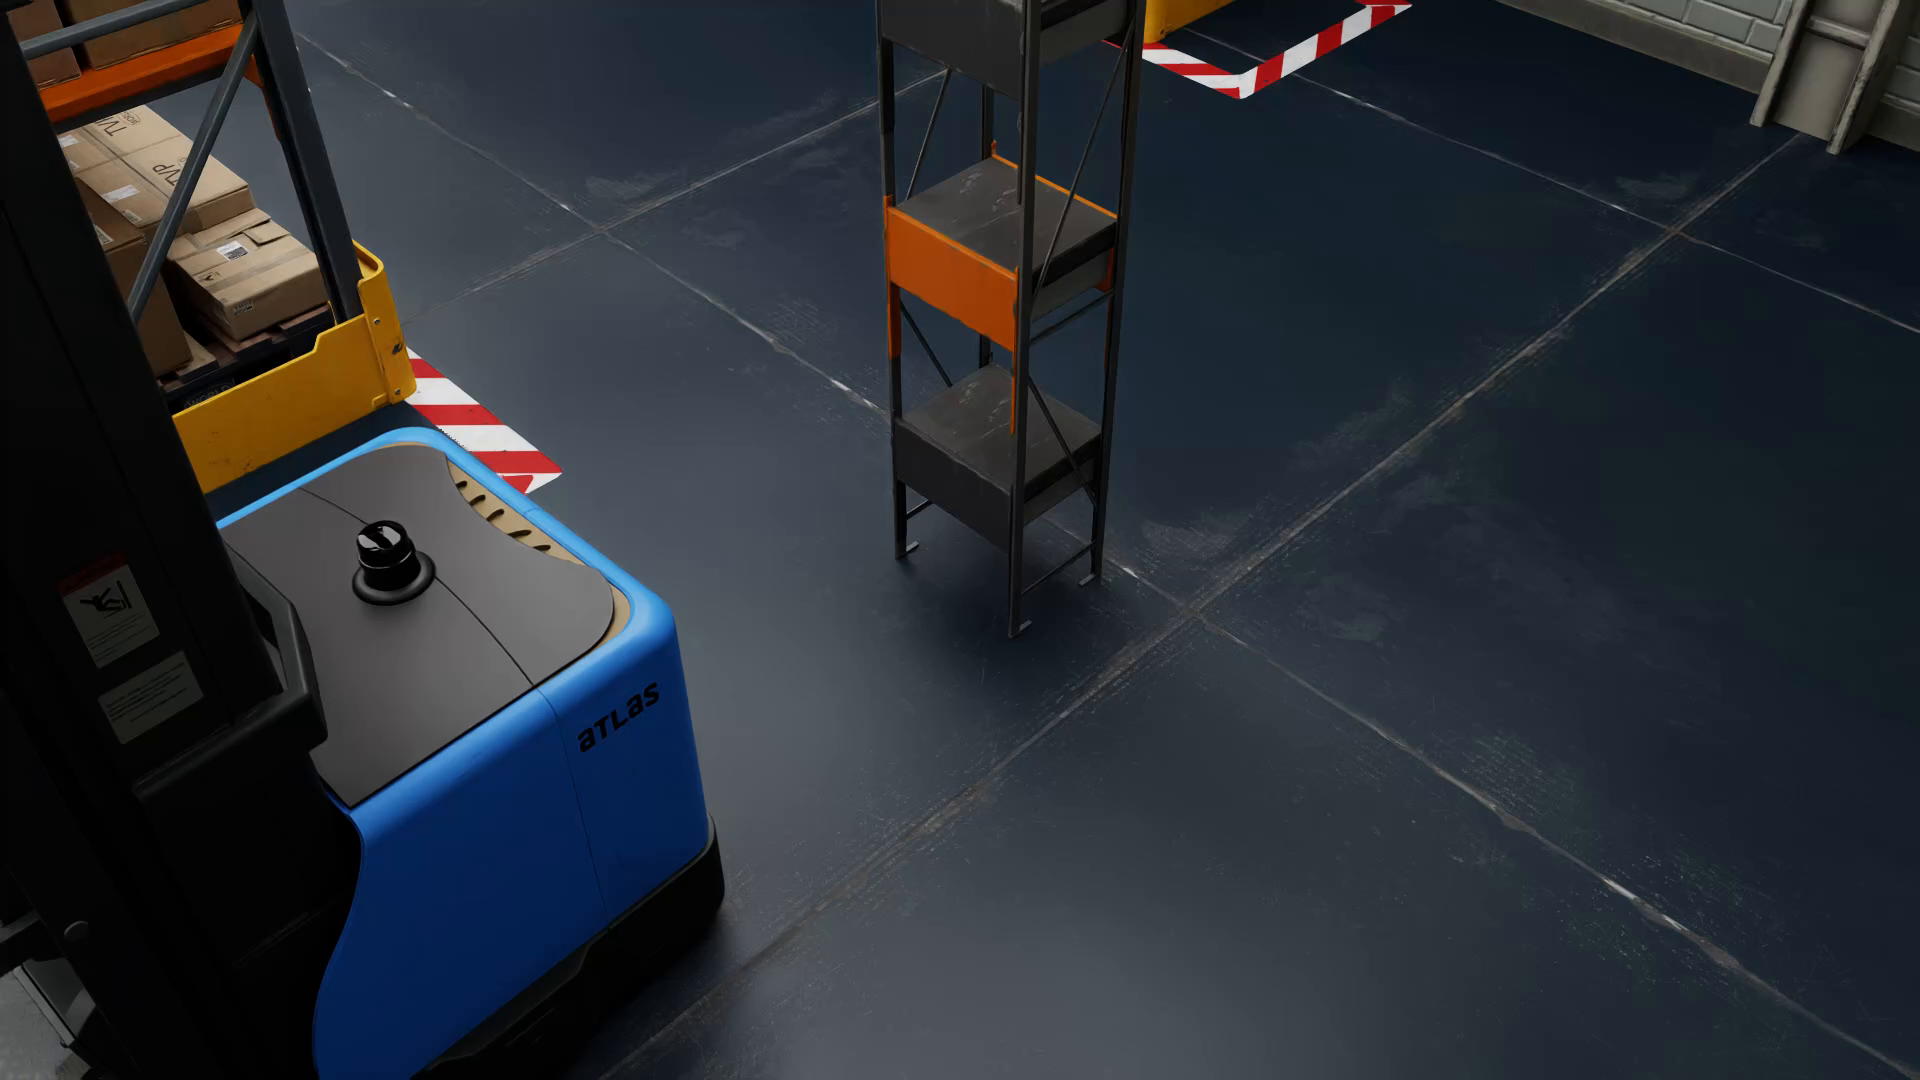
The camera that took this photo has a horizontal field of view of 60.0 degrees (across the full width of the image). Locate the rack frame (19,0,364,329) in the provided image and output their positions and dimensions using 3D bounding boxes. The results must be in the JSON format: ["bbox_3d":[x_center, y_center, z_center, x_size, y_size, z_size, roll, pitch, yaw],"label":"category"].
[{"bbox_3d":[-2.357,-1.395,4.549,1.000,3.000,0.127,-34,53,-31],"label":"rack frame"}]

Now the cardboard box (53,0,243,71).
[{"bbox_3d":[-2.484,-1.771,4.883,0.500,0.500,0.500,-33,52,-30],"label":"cardboard box"}]

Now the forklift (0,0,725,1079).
[{"bbox_3d":[-1.966,0.368,2.692,1.130,2.935,3.031,32,52,30],"label":"forklift"}]

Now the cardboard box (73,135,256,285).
[{"bbox_3d":[-2.893,-1.184,6.023,0.500,0.250,0.500,-34,53,-31],"label":"cardboard box"}]

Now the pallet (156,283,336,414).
[{"bbox_3d":[-2.974,-0.790,5.949,1.003,0.211,1.213,-34,53,-31],"label":"pallet"}]

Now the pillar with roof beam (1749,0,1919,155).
[{"bbox_3d":[0.619,-3.028,1.896,9.100,9.000,0.400,-34,53,-31],"label":"pillar with roof beam"}]

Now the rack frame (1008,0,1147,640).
[{"bbox_3d":[0.289,-0.574,4.324,0.400,2.100,0.015,-34,53,-31],"label":"rack frame"}]

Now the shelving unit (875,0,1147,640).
[{"bbox_3d":[0.117,-0.692,4.451,0.431,2.100,0.503,-34,53,-31],"label":"shelving unit"}]

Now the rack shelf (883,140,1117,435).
[{"bbox_3d":[0.117,-0.682,4.461,0.431,0.518,0.480,-34,53,-31],"label":"rack shelf"}]

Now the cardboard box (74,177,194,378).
[{"bbox_3d":[-2.915,-0.782,5.403,0.500,0.500,0.500,-34,53,-31],"label":"cardboard box"}]

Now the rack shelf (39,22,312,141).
[{"bbox_3d":[-3.769,-2.092,5.833,1.077,0.370,4.000,-34,53,-31],"label":"rack shelf"}]

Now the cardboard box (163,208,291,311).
[{"bbox_3d":[-2.586,-1.002,5.888,0.380,0.166,0.250,-34,53,-31],"label":"cardboard box"}]

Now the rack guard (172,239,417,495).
[{"bbox_3d":[-2.411,-0.513,5.437,1.175,0.500,0.348,-34,53,-31],"label":"rack guard"}]

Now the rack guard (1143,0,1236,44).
[{"bbox_3d":[1.165,-2.841,7.956,1.175,0.500,0.348,-34,53,-31],"label":"rack guard"}]

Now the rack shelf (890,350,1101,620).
[{"bbox_3d":[0.117,-0.168,4.936,0.431,0.518,0.480,-34,53,-31],"label":"rack shelf"}]

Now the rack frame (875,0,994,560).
[{"bbox_3d":[-0.055,-0.809,4.578,0.400,2.100,0.015,-34,53,-31],"label":"rack frame"}]

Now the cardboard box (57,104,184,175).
[{"bbox_3d":[-3.246,-1.424,6.283,0.500,0.250,0.500,-34,53,-31],"label":"cardboard box"}]

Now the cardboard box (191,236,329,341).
[{"bbox_3d":[-2.409,-0.875,5.763,0.380,0.149,0.250,-34,53,-31],"label":"cardboard box"}]

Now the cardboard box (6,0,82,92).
[{"bbox_3d":[-2.866,-1.516,4.607,0.500,0.500,0.500,-32,52,-30],"label":"cardboard box"}]

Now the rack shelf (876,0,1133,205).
[{"bbox_3d":[0.117,-1.196,3.986,0.431,0.518,0.480,-34,53,-31],"label":"rack shelf"}]
